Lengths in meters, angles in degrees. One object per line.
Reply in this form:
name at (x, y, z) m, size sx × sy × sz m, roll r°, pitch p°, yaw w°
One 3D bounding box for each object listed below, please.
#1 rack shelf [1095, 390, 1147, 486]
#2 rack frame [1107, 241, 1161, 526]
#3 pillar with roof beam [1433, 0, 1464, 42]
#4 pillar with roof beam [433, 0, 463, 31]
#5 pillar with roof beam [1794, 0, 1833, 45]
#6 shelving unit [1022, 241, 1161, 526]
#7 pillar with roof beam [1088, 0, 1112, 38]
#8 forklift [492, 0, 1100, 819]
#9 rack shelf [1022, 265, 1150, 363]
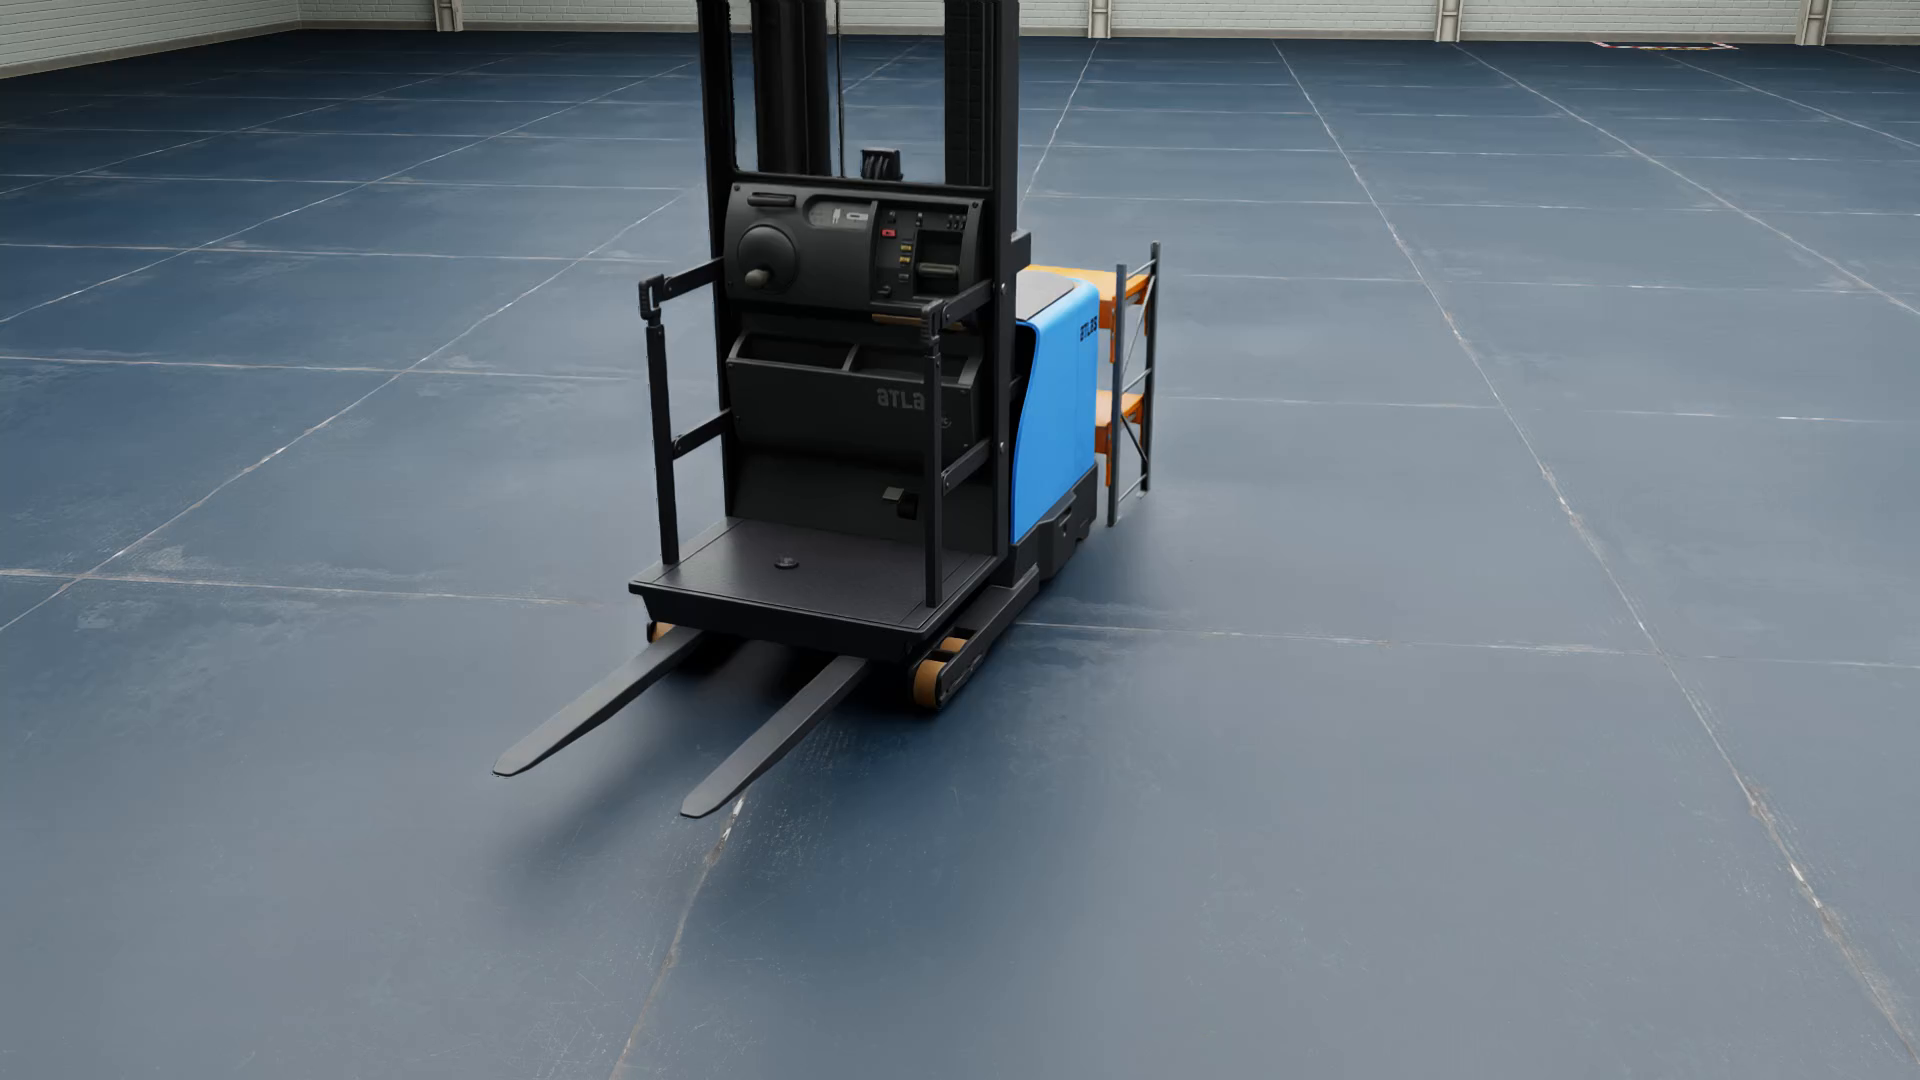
rack shelf at (0.277, -0.516, 7.379) m, size 1.000 × 0.278 × 0.538 m, roll 9°, pitch 23°, yaw 22°
rack frame at (0.743, -0.668, 7.099) m, size 0.032 × 1.125 × 0.500 m, roll 9°, pitch 23°, yaw 22°
pillar with roof beam at (7.926, -11.271, 23.209) m, size 0.400 × 9.000 × 9.100 m, roll 2°, pitch 22°, yaw 6°
pillar with roof beam at (-9.949, -12.050, 25.178) m, size 0.400 × 9.000 × 9.100 m, roll 2°, pitch 22°, yaw 6°
pillar with roof beam at (13.884, -11.011, 22.552) m, size 0.400 × 9.000 × 9.100 m, roll 2°, pitch 22°, yaw 6°
shelving unit at (0.277, -0.743, 7.290) m, size 1.048 × 1.125 × 0.538 m, roll 9°, pitch 23°, yaw 22°
pillar with roof beam at (1.967, -11.530, 23.865) m, size 0.400 × 9.000 × 9.100 m, roll 2°, pitch 22°, yaw 6°
forklift at (-0.446, -0.974, 5.418) m, size 1.130 × 2.935 × 3.031 m, roll 8°, pitch 23°, yaw 20°
rack shelf at (0.277, -1.015, 7.182) m, size 1.000 × 0.278 × 0.538 m, roll 9°, pitch 23°, yaw 22°
